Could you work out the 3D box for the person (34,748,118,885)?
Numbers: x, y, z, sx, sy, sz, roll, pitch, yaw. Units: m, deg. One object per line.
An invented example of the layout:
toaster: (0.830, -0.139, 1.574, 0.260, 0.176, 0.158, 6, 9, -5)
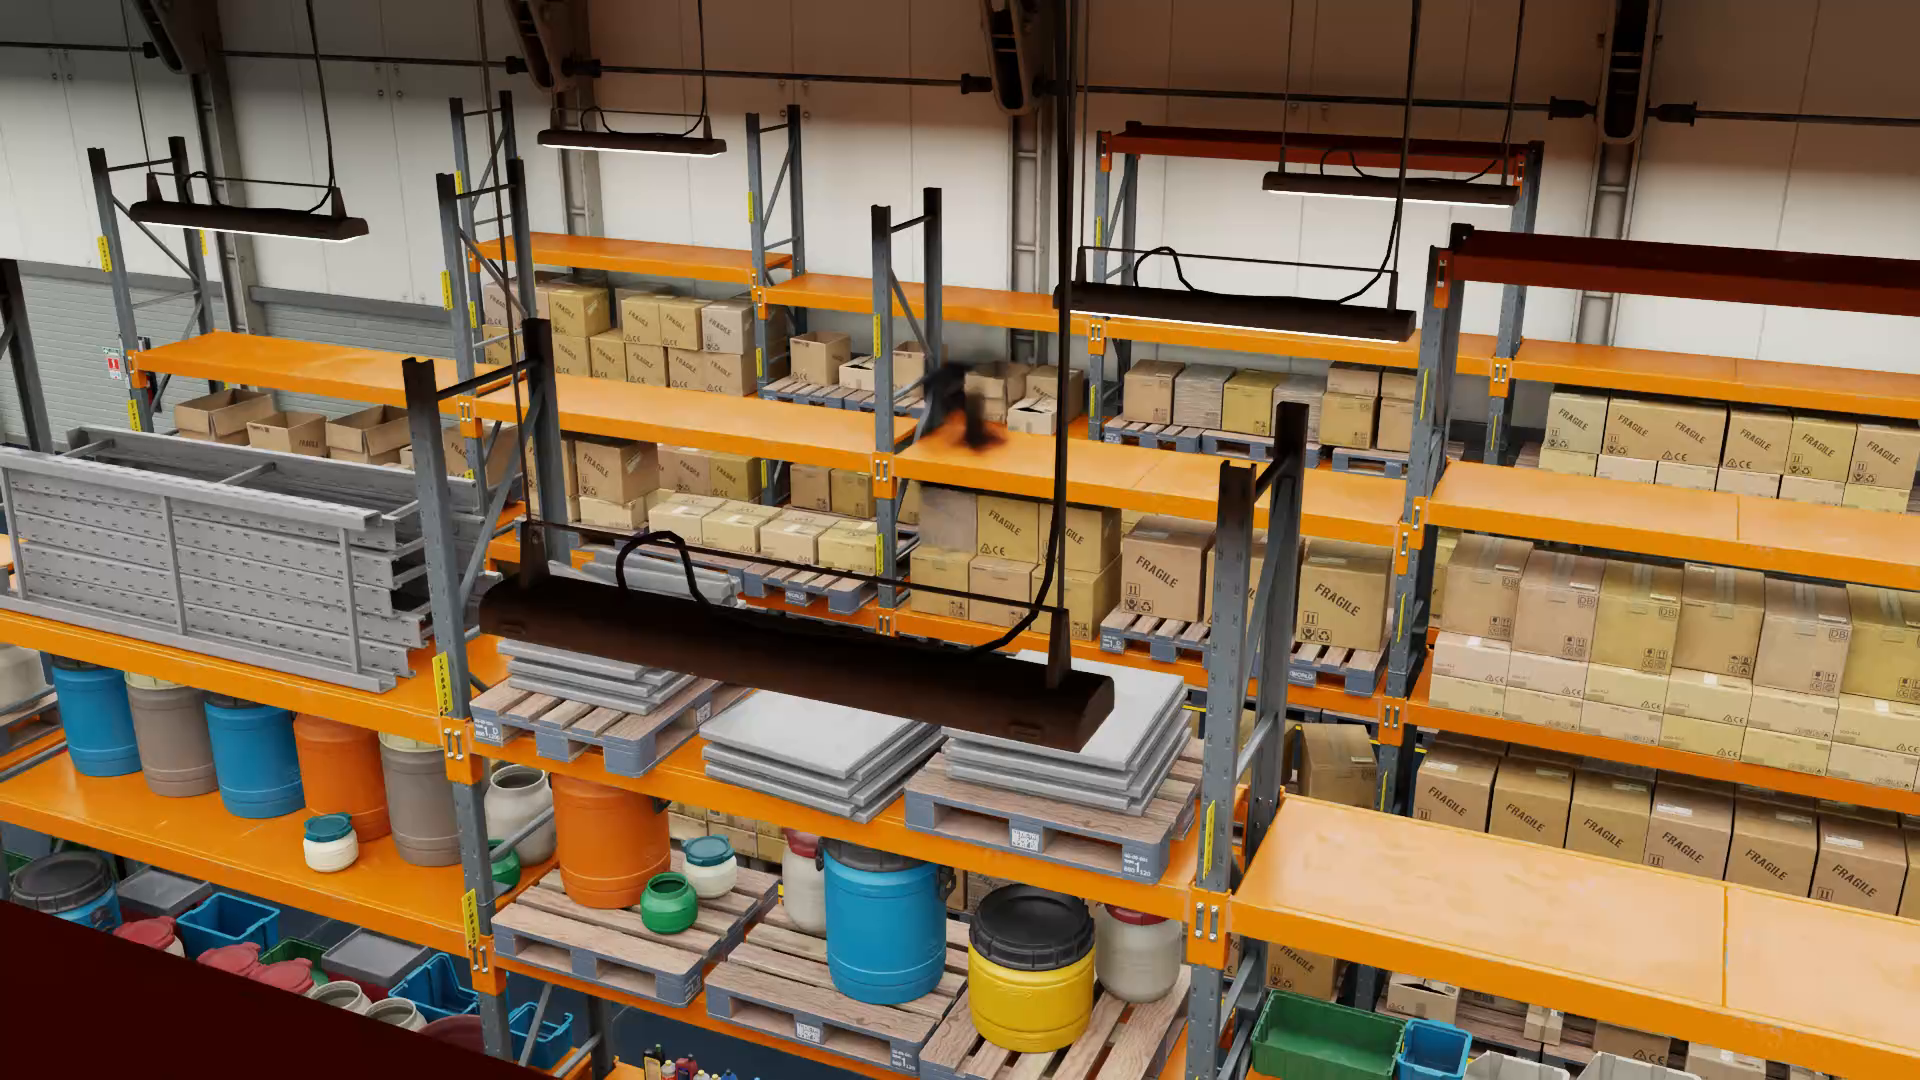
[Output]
person: (-7.328, 2.405, 13.833, 0.605, 1.743, 0.657, 3, 21, 9)
